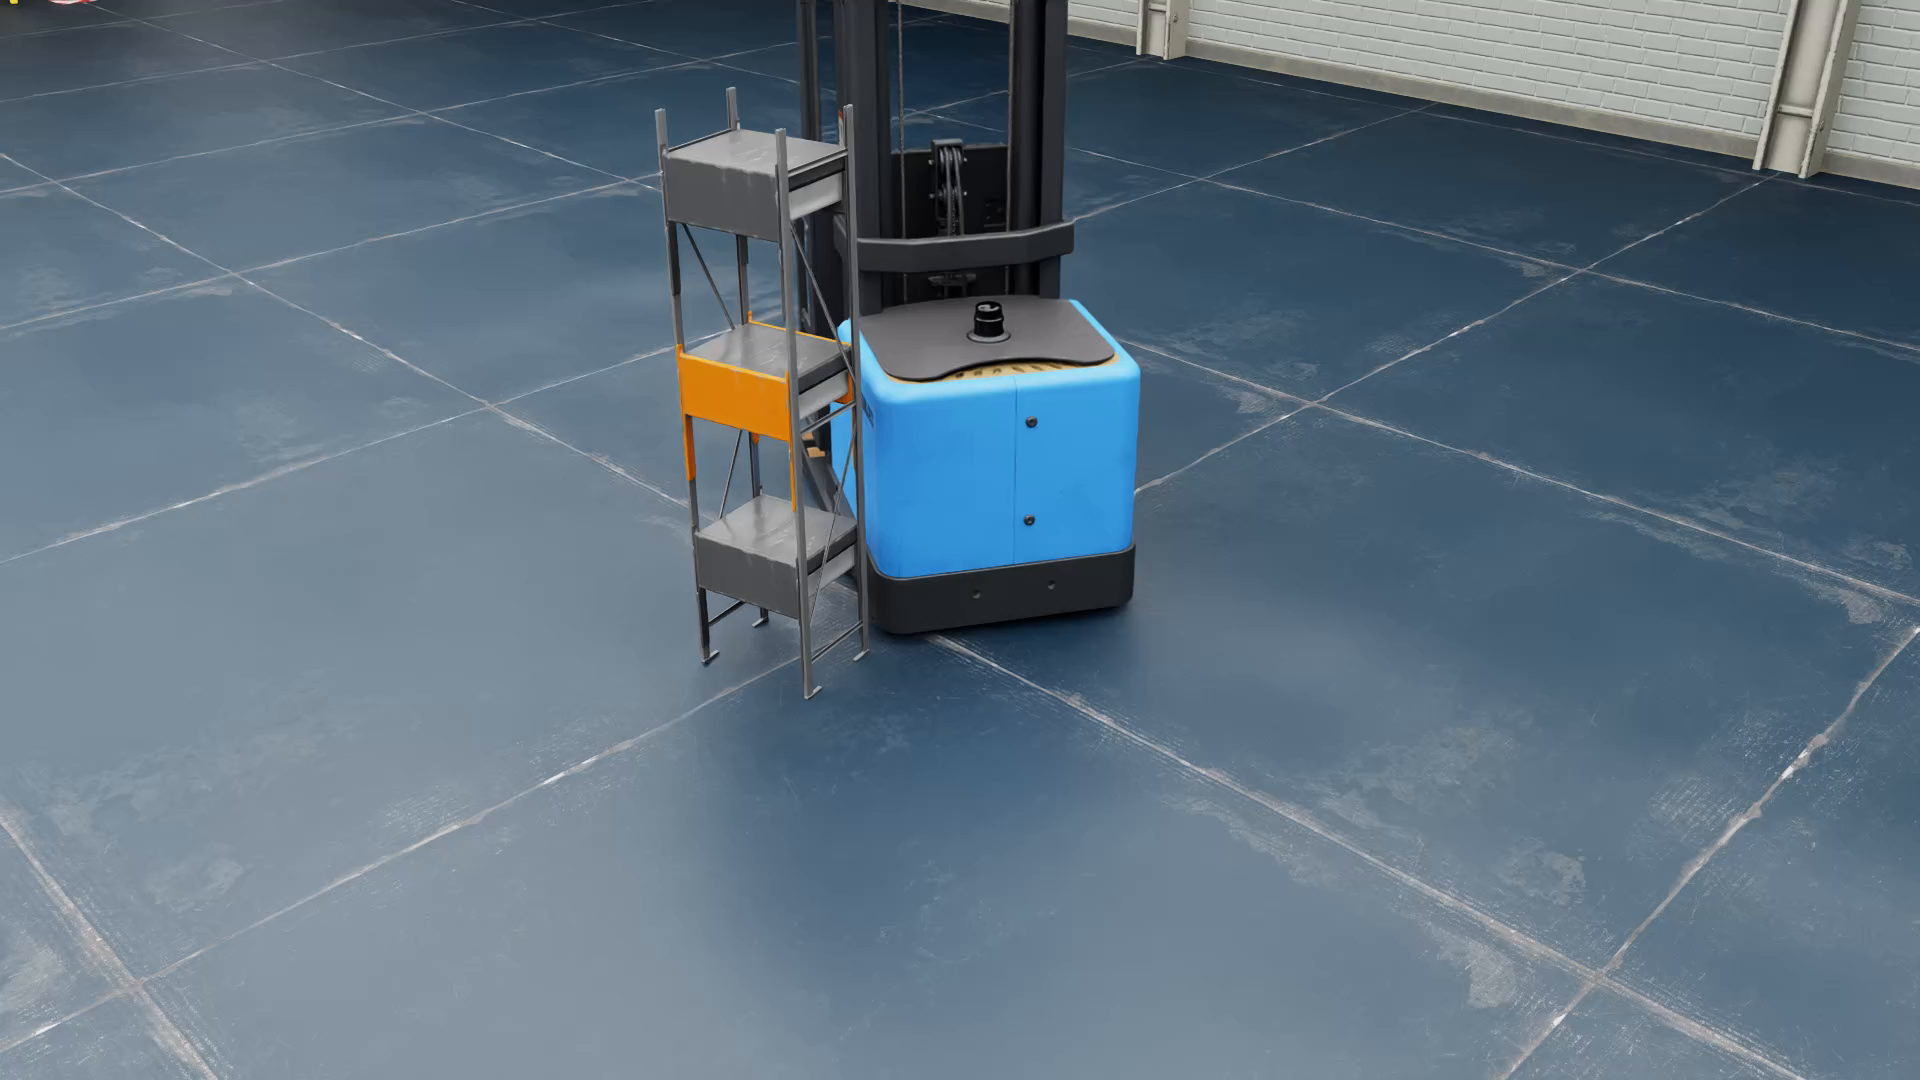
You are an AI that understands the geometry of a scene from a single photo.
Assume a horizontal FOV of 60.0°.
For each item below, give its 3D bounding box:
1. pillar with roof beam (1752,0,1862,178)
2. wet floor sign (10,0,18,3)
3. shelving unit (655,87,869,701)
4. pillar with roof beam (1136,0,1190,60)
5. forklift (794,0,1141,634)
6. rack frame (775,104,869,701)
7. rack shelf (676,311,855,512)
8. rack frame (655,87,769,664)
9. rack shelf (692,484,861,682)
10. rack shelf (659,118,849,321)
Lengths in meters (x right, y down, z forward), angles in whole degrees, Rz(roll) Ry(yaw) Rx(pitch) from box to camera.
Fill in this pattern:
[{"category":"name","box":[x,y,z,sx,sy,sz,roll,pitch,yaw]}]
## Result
[{"category":"pillar with roof beam","box":[3.234,-5.357,7.769,0.400,9.000,9.100,25,36,38]},{"category":"wet floor sign","box":[-10.811,-6.370,18.670,0.267,0.644,0.232,-13,30,-22]},{"category":"shelving unit","box":[-0.669,-0.478,5.903,0.503,2.100,0.431,16,32,28]},{"category":"pillar with roof beam","box":[-1.044,-7.315,11.492,0.400,9.000,9.100,25,36,38]},{"category":"forklift","box":[-0.170,-1.603,7.150,1.130,2.935,3.031,-7,29,-13]},{"category":"rack frame","box":[-0.462,-0.419,5.790,0.015,2.100,0.400,16,32,28]},{"category":"rack shelf","box":[-0.669,-0.466,5.910,0.480,0.518,0.431,16,32,28]},{"category":"rack frame","box":[-0.877,-0.538,6.017,0.015,2.100,0.400,16,32,28]},{"category":"rack shelf","box":[-0.669,0.153,6.236,0.480,0.518,0.431,16,32,28]},{"category":"rack shelf","box":[-0.669,-1.086,5.584,0.480,0.518,0.431,16,32,28]}]
